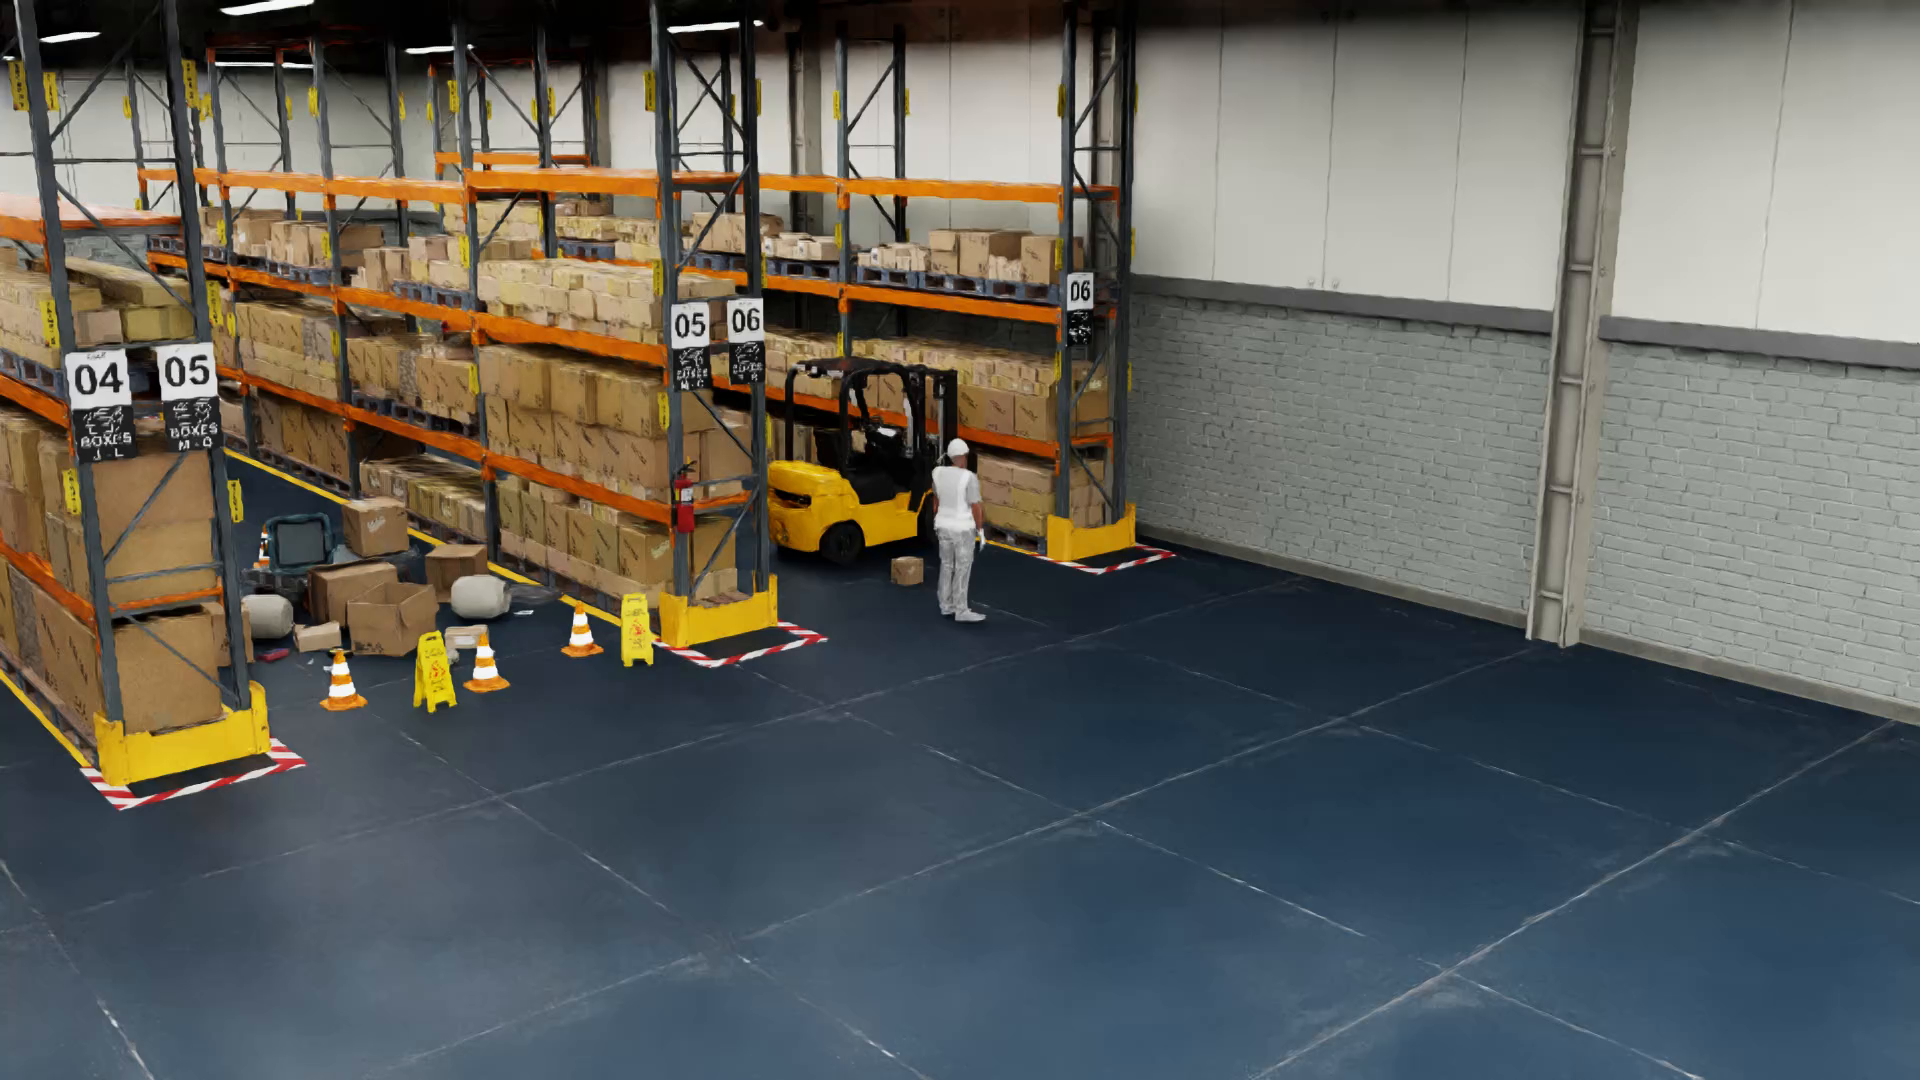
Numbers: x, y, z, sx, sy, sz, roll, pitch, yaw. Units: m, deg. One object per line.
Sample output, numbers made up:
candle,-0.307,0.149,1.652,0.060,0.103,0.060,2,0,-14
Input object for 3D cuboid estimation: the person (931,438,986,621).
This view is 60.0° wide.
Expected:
person,-0.010,-0.118,16.312,0.638,1.792,0.392,12,18,40
